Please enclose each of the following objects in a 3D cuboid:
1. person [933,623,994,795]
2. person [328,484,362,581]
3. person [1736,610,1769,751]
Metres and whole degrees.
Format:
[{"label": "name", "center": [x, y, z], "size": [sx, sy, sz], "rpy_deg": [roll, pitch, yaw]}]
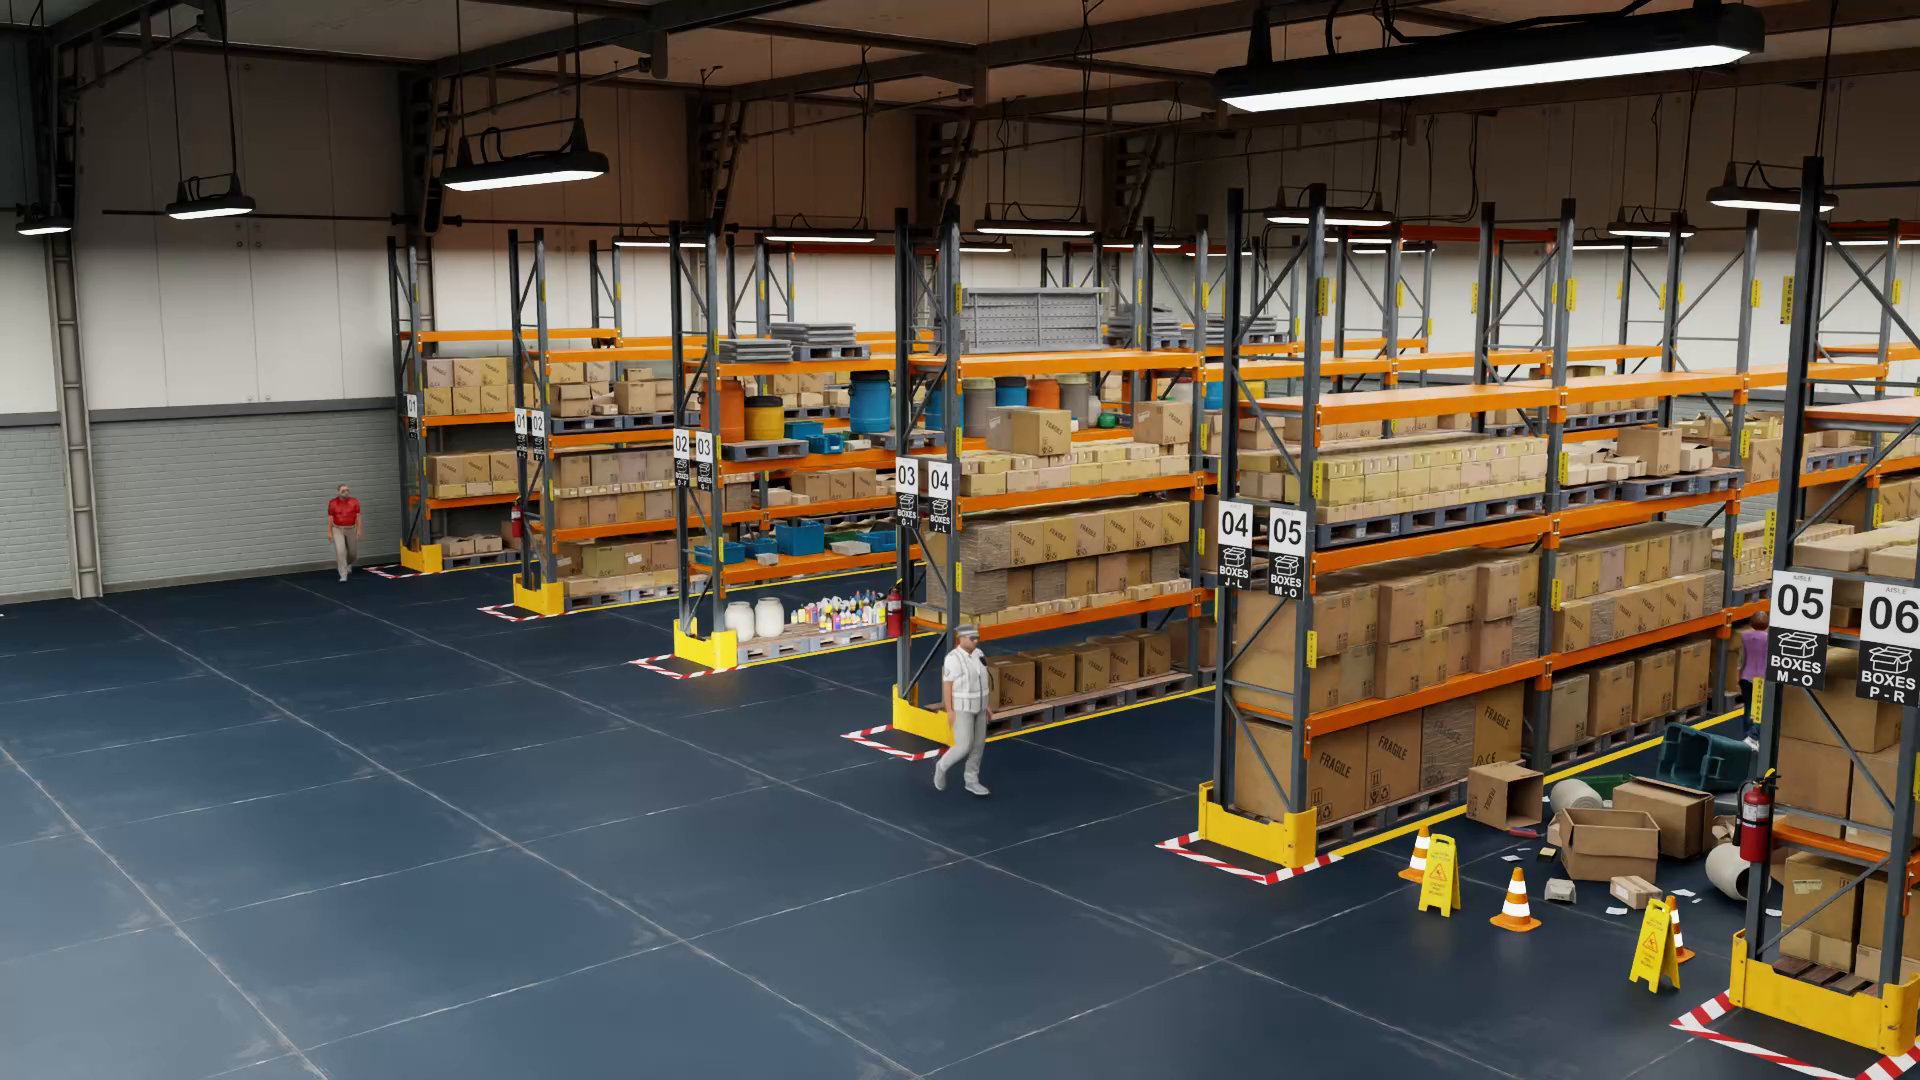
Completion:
[{"label": "person", "center": [0.052, 1.697, 16.880], "size": [0.556, 1.758, 0.556], "rpy_deg": [9, 12, 44]}, {"label": "person", "center": [-10.790, -0.155, 29.151], "size": [0.567, 1.681, 0.883], "rpy_deg": [-4, 10, -25]}, {"label": "person", "center": [8.792, 1.574, 18.382], "size": [0.480, 1.596, 0.462], "rpy_deg": [-7, 11, -39]}]
